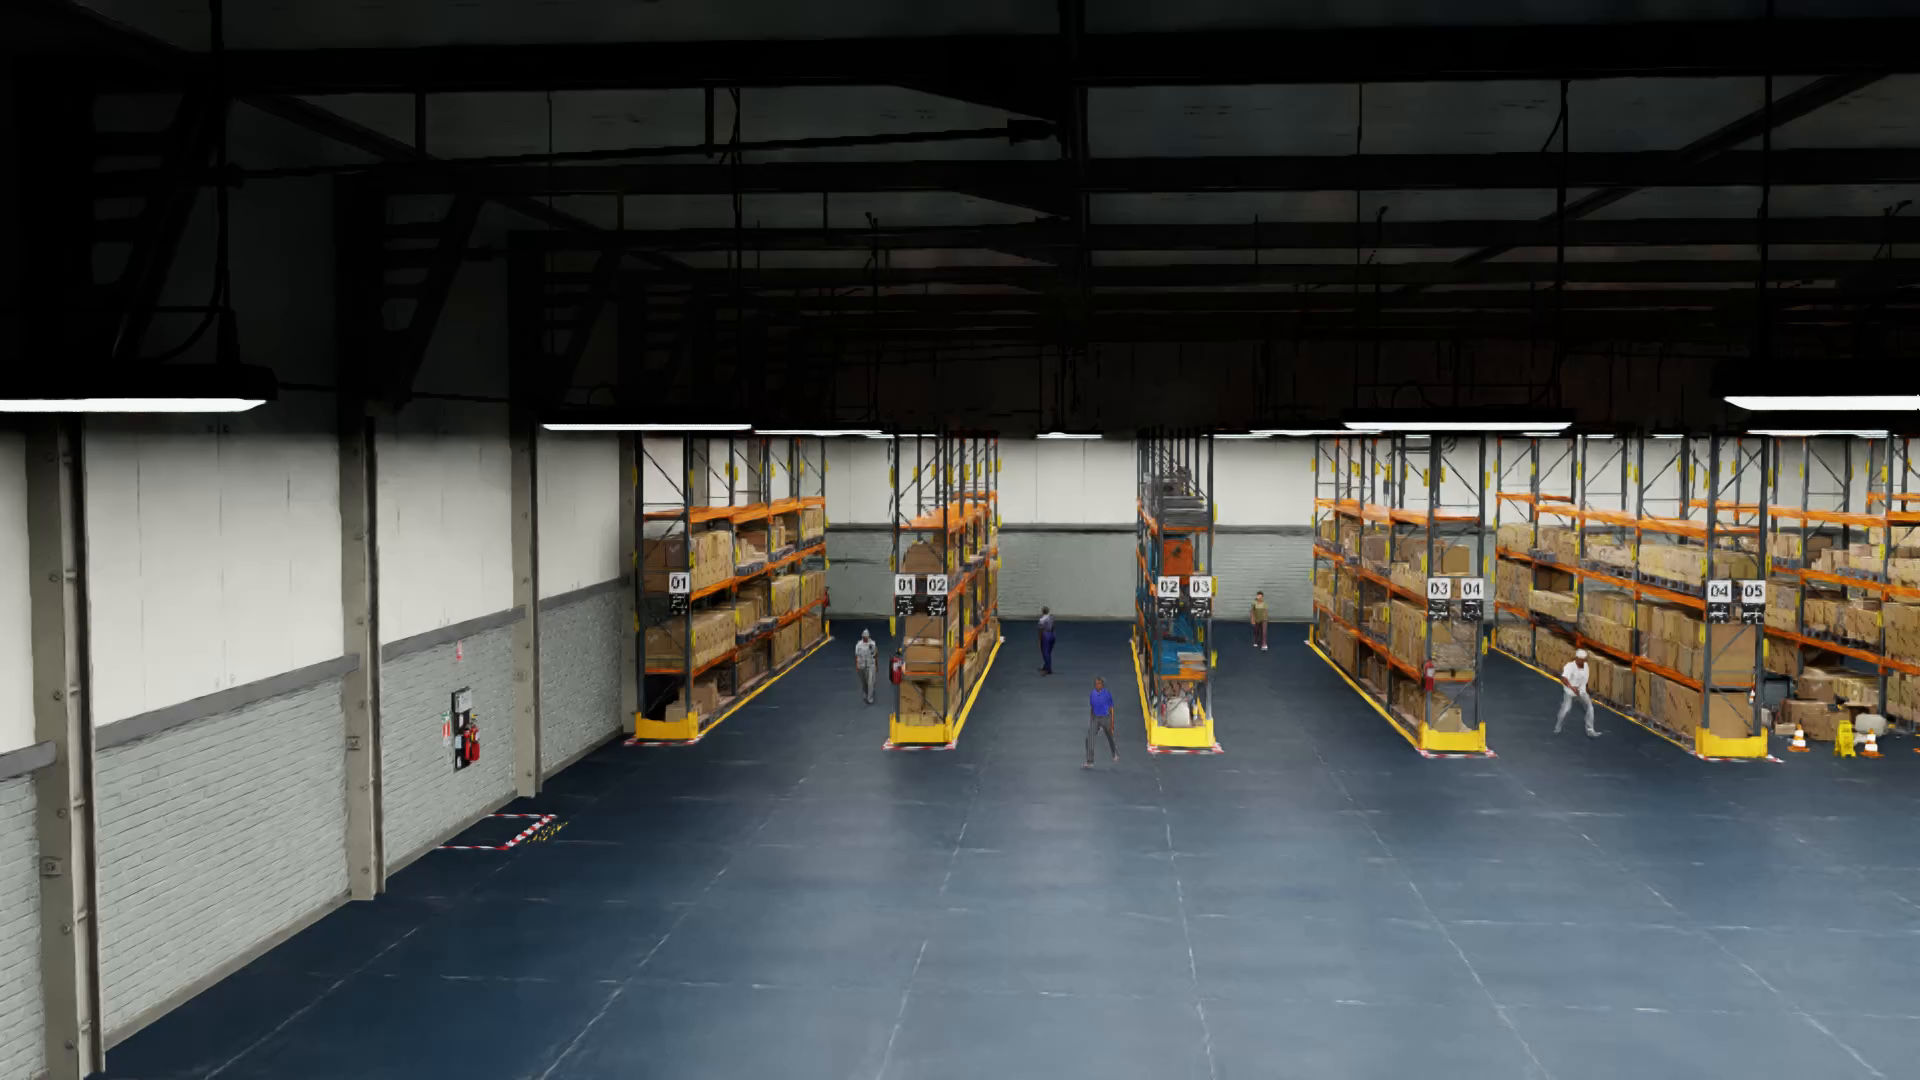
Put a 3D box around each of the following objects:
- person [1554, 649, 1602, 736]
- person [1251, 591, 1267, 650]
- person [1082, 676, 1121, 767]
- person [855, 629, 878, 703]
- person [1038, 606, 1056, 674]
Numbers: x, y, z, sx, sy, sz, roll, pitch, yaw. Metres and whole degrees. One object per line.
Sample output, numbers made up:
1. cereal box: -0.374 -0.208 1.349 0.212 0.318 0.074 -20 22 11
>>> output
1. person: 11.910 2.933 32.182 0.696 1.704 0.835 -1 4 -12
2. person: 8.169 2.183 45.424 0.448 1.590 1.110 0 3 7
3. person: 2.503 3.166 29.224 0.494 1.595 0.940 2 4 26
4. person: -2.047 2.732 36.370 0.497 1.583 1.090 0 3 7
5. person: 2.090 2.438 40.806 0.556 1.644 0.598 2 4 34
